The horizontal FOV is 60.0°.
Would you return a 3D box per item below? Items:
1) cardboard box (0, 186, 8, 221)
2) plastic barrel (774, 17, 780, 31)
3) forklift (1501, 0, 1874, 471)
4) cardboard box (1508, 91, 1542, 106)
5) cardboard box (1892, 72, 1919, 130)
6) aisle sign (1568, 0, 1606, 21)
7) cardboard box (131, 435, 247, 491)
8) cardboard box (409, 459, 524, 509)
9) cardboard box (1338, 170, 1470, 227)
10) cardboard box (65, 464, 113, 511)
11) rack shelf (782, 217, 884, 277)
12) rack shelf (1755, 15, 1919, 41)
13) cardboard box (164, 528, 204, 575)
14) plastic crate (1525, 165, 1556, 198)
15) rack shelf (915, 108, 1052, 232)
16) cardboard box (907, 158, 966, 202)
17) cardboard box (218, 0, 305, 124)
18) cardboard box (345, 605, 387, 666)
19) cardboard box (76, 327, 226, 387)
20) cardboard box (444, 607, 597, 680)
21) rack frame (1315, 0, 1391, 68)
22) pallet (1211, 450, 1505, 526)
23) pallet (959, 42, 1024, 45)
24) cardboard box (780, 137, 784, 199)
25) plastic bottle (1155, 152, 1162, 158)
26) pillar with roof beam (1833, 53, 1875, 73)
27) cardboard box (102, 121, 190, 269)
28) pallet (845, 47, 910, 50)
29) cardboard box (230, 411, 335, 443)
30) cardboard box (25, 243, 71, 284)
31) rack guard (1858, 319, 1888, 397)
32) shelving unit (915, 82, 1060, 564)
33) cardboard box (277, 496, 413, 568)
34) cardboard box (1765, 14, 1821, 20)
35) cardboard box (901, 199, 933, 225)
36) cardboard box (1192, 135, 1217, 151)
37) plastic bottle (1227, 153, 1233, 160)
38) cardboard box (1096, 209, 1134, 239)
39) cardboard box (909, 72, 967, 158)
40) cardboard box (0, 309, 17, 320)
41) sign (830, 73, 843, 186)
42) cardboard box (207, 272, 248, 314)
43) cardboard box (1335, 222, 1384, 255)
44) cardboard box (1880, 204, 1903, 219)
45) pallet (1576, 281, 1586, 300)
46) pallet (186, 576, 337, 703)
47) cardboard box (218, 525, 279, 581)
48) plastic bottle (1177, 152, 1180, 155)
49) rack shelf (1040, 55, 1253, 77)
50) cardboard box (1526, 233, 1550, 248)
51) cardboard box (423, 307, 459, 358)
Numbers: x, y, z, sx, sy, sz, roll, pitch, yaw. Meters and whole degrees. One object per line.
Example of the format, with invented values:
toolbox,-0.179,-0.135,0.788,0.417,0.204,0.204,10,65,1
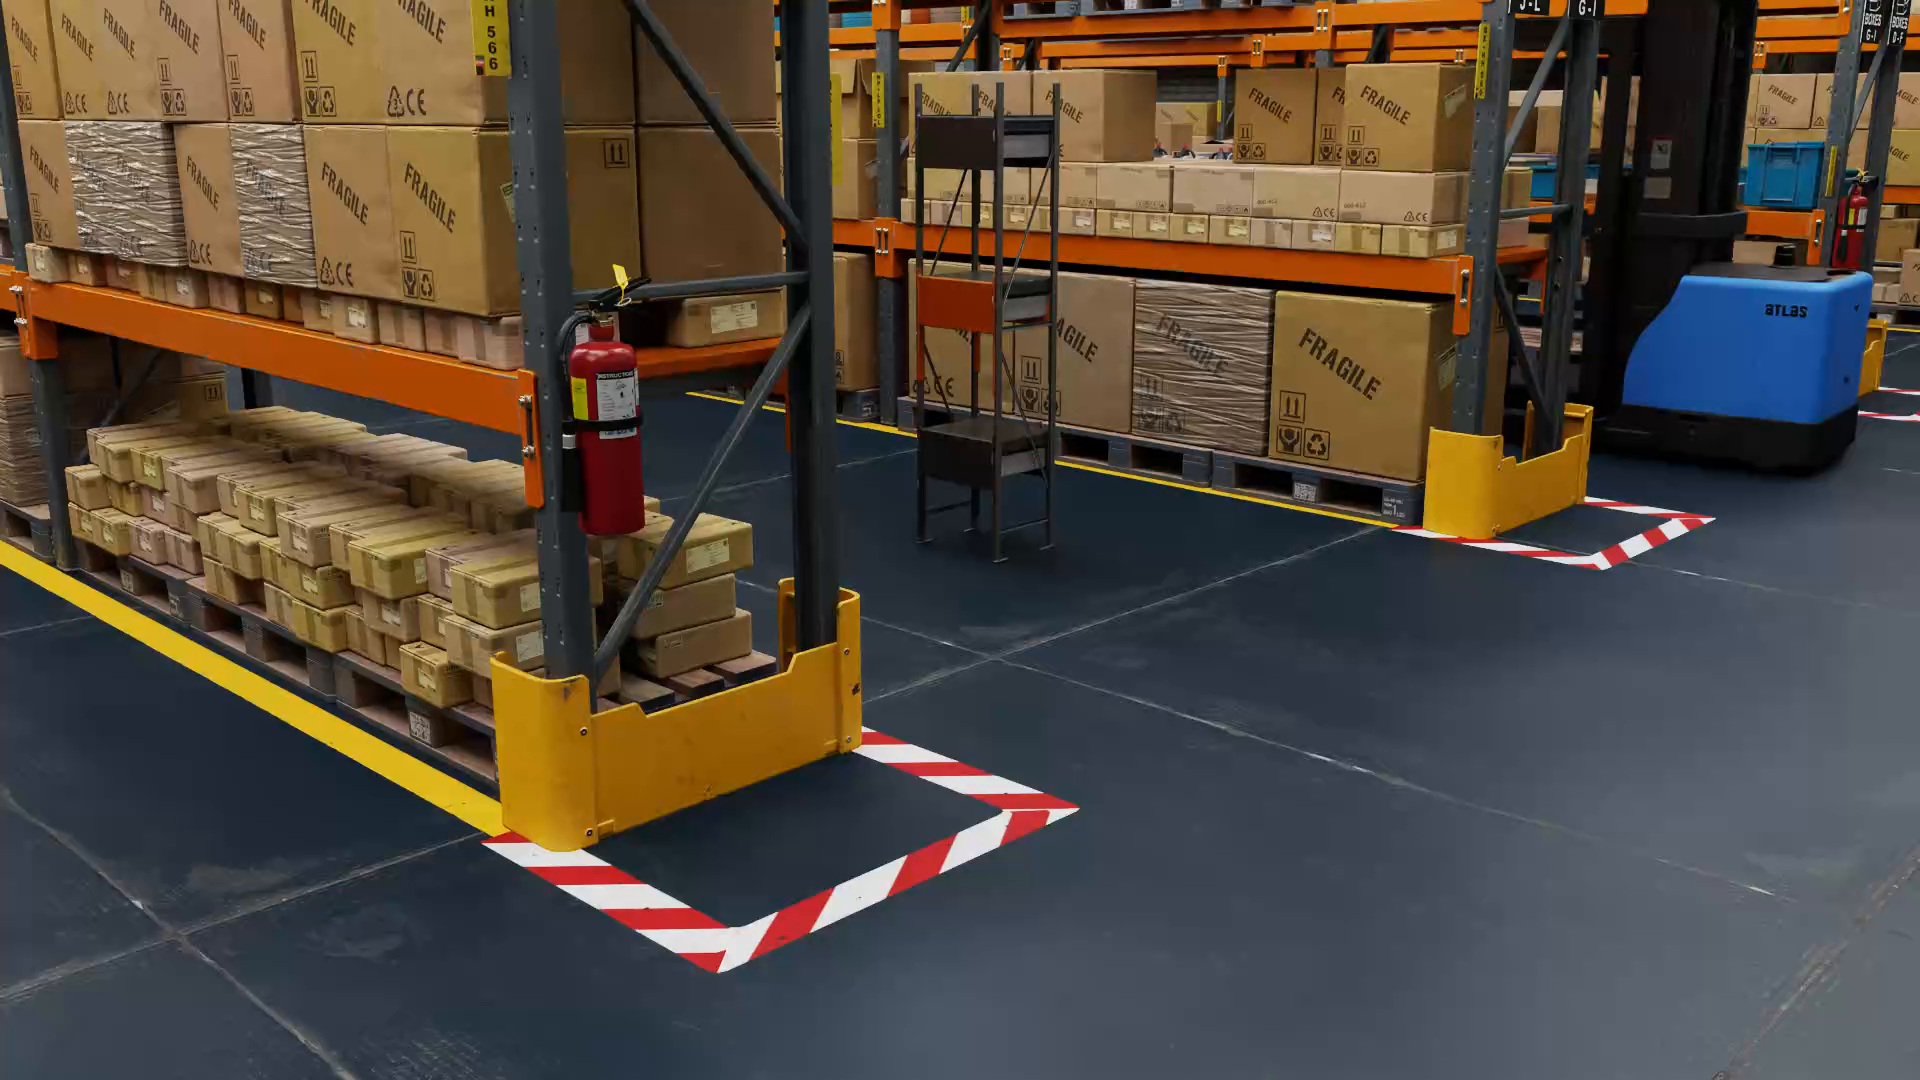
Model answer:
cardboard box,-4.069,-1.517,7.470,0.250,0.149,0.380,13,20,41
plastic barrel,-1.934,-6.228,18.942,0.708,0.901,0.600,14,20,42
forklift,3.870,-2.090,10.141,3.031,2.935,1.130,12,19,39
cardboard box,7.840,-6.026,22.796,0.500,0.250,0.500,13,20,41
cardboard box,8.753,-4.030,15.269,0.500,0.500,0.500,-14,20,-43
aisle sign,3.010,-2.884,7.896,0.004,0.787,0.394,14,20,42
cardboard box,-3.168,-0.321,6.856,0.250,0.149,0.380,13,20,41
cardboard box,-1.868,-0.193,6.366,0.250,0.149,0.380,14,20,43
cardboard box,2.217,-1.692,8.185,0.500,0.250,0.500,13,20,41
cardboard box,-3.606,-0.248,7.165,0.380,0.149,0.250,-13,20,-42
rack shelf,-1.570,-2.286,12.184,4.000,0.370,1.077,14,20,42
rack shelf,8.189,-4.835,16.017,4.000,0.370,1.077,14,20,42
cardboard box,-2.982,0.013,6.755,0.250,0.149,0.380,13,20,41
plastic crate,4.531,-2.744,12.728,0.300,0.233,0.416,14,20,42
rack shelf,0.119,-1.651,7.383,0.480,0.518,0.431,14,20,42
cardboard box,0.027,-2.226,10.233,0.500,0.250,0.500,13,20,41
cardboard box,-2.013,-1.591,5.317,0.500,0.500,0.500,-13,20,-41
cardboard box,-1.862,0.291,5.687,0.250,0.149,0.380,14,20,43
cardboard box,-3.994,-0.935,8.211,0.500,0.250,0.500,13,19,40
cardboard box,-1.344,0.290,5.101,0.250,0.149,0.380,13,19,41
rack frame,3.308,-3.183,14.200,0.127,3.000,1.000,14,20,42
pallet,2.120,-0.361,8.897,1.213,0.211,1.003,14,20,42
pallet,0.358,-7.035,23.209,1.213,0.211,1.003,14,20,42
cardboard box,-1.007,-2.453,11.198,0.500,0.500,0.500,-14,20,-42
plastic bottle,1.872,-3.575,15.935,0.133,0.283,0.061,14,20,42
pillar with roof beam,8.301,-7.138,17.479,0.400,9.000,9.100,14,20,42
cardboard box,-2.765,-1.282,6.113,0.500,0.500,0.500,13,20,41
pallet,-1.399,-7.462,24.848,1.213,0.211,1.003,14,20,42
cardboard box,-2.997,-0.461,7.392,0.250,0.149,0.380,14,20,43
cardboard box,-3.669,-1.171,6.976,0.380,0.149,0.250,-14,20,-42
rack guard,6.214,-1.272,11.822,0.348,0.500,1.175,14,20,42
shelving unit,0.119,-0.987,7.556,0.503,2.100,0.431,14,20,42
cardboard box,-2.113,-0.030,5.740,0.380,0.149,0.250,-14,20,-42
cardboard box,8.005,-5.068,15.781,0.500,0.250,0.500,14,20,42
cardboard box,-0.148,-2.051,10.351,0.250,0.149,0.380,14,20,42
cardboard box,3.874,-6.347,26.598,0.500,0.250,0.500,14,20,42
plastic bottle,2.419,-3.261,14.596,0.185,0.351,0.144,14,20,42
cardboard box,0.975,-1.778,9.305,0.250,0.149,0.380,13,19,41
cardboard box,0.037,-2.588,10.137,0.500,0.500,0.500,14,20,42
cardboard box,-5.108,-1.025,8.554,0.500,0.250,0.500,13,19,40
sign,-0.389,-1.219,4.945,0.005,0.325,0.100,14,20,42
cardboard box,-2.462,-0.911,5.978,0.380,0.149,0.250,-14,20,-42
cardboard box,2.076,-1.510,8.278,0.250,0.149,0.380,14,20,43
cardboard box,11.147,-3.955,20.001,0.250,0.149,0.380,13,19,41
pallet,7.243,-2.612,17.538,1.213,0.211,1.003,14,20,42
pallet,-2.255,0.272,6.468,1.213,0.211,1.003,14,20,42
cardboard box,-2.490,0.020,6.138,0.250,0.149,0.380,14,20,43
plastic bottle,2.068,-3.578,15.946,0.133,0.283,0.061,14,20,42
rack shelf,2.986,-7.835,27.531,4.000,0.370,1.077,14,20,42
cardboard box,6.195,-3.119,18.040,0.500,0.500,0.500,14,20,42
cardboard box,-1.350,-0.636,4.923,0.250,0.149,0.380,14,20,42
